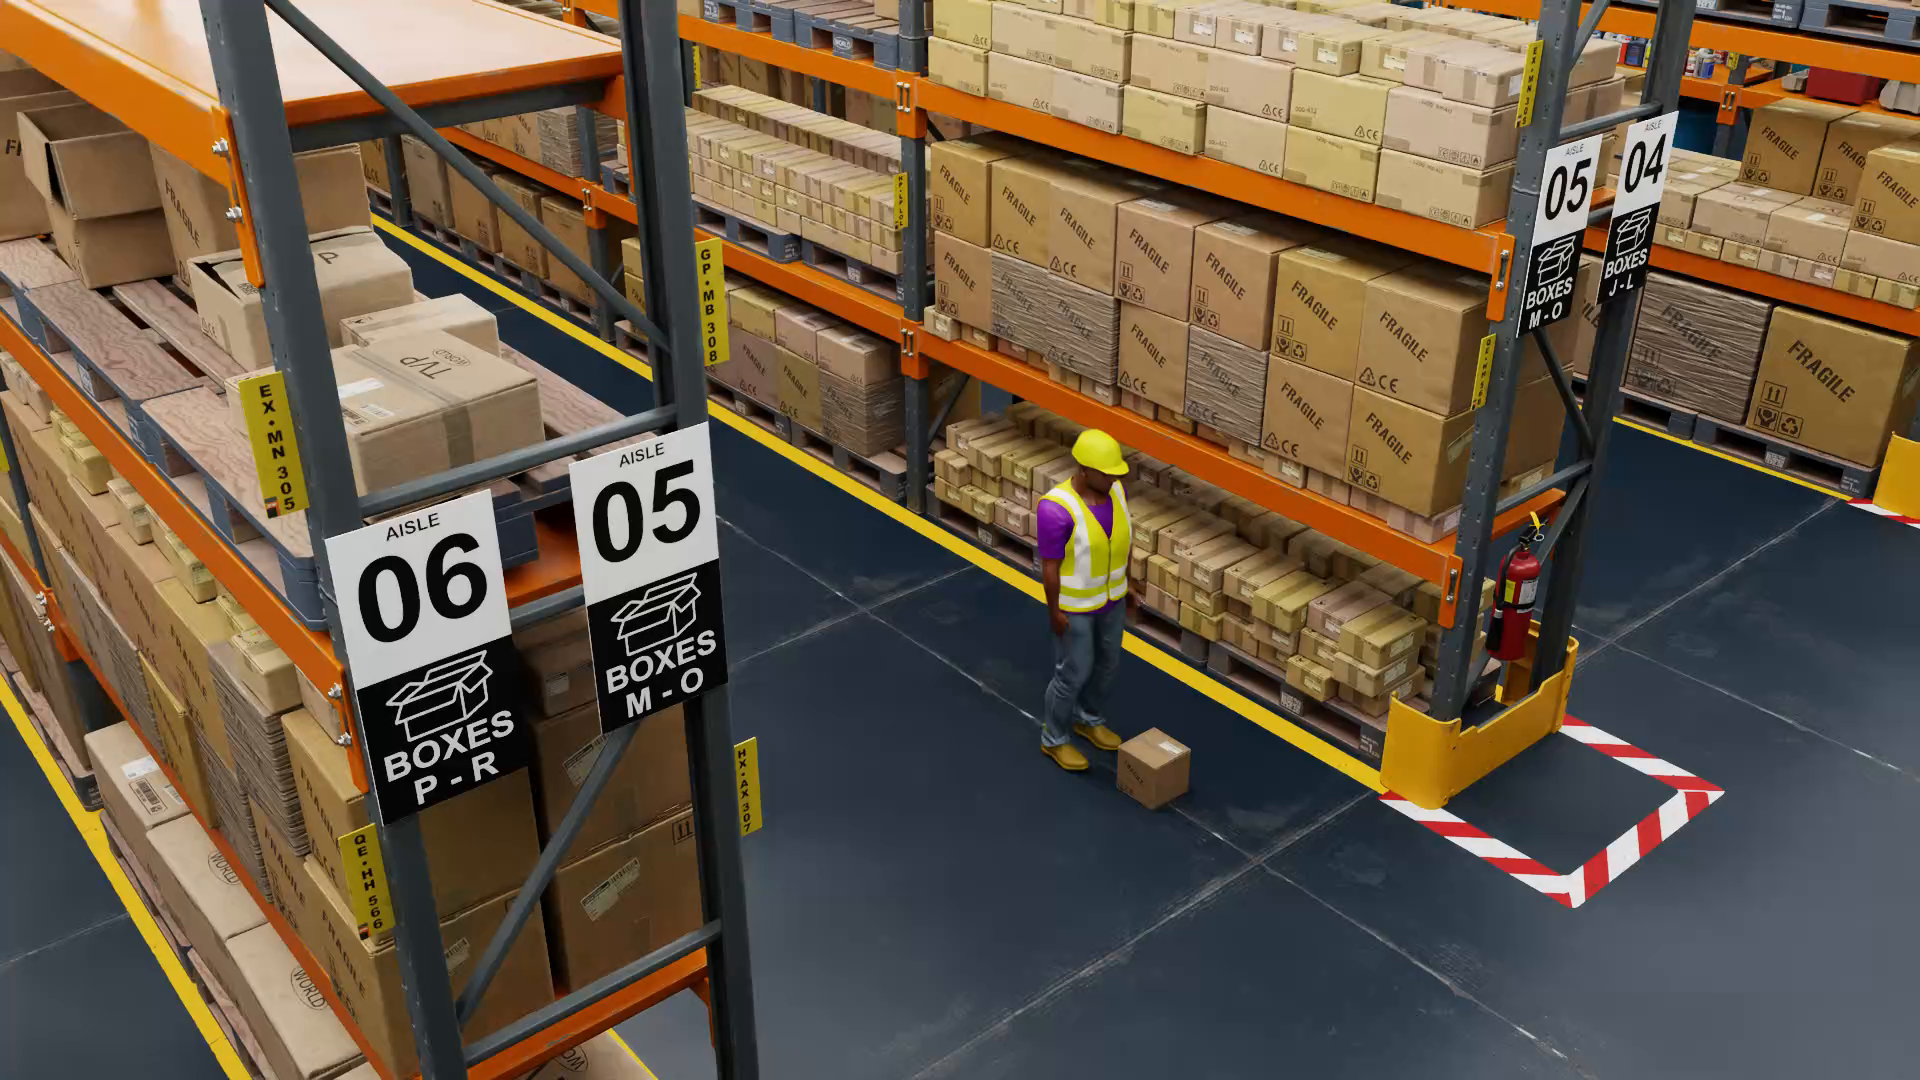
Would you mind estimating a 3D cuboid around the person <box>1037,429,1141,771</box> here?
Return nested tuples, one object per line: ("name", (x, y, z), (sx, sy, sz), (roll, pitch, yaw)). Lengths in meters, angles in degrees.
("person", (0.626, 0.275, 8.082), (0.566, 1.762, 0.366), (-22, 35, -35))
